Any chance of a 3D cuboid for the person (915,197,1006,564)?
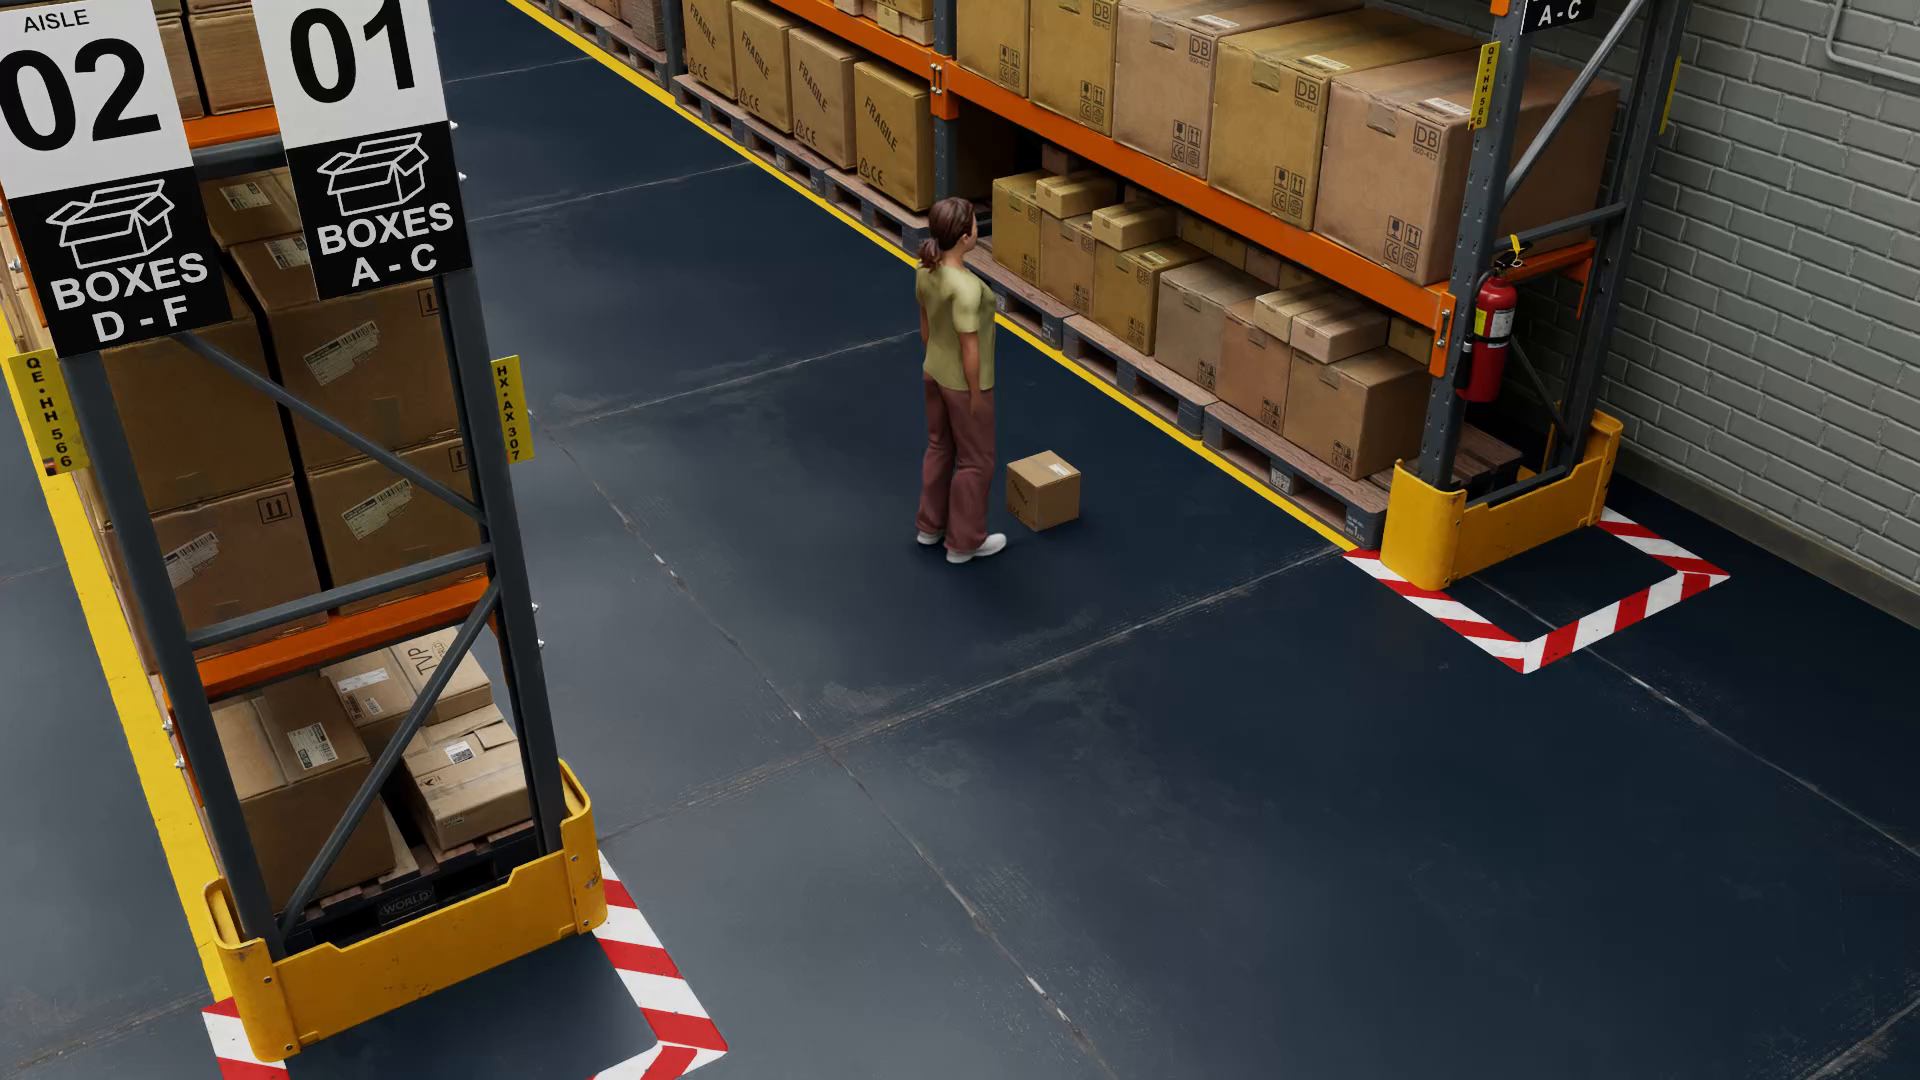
[{"bbox_3d":[-0.015,-0.685,7.217,0.369,1.674,0.440,-18,37,-26],"label":"person"}]
